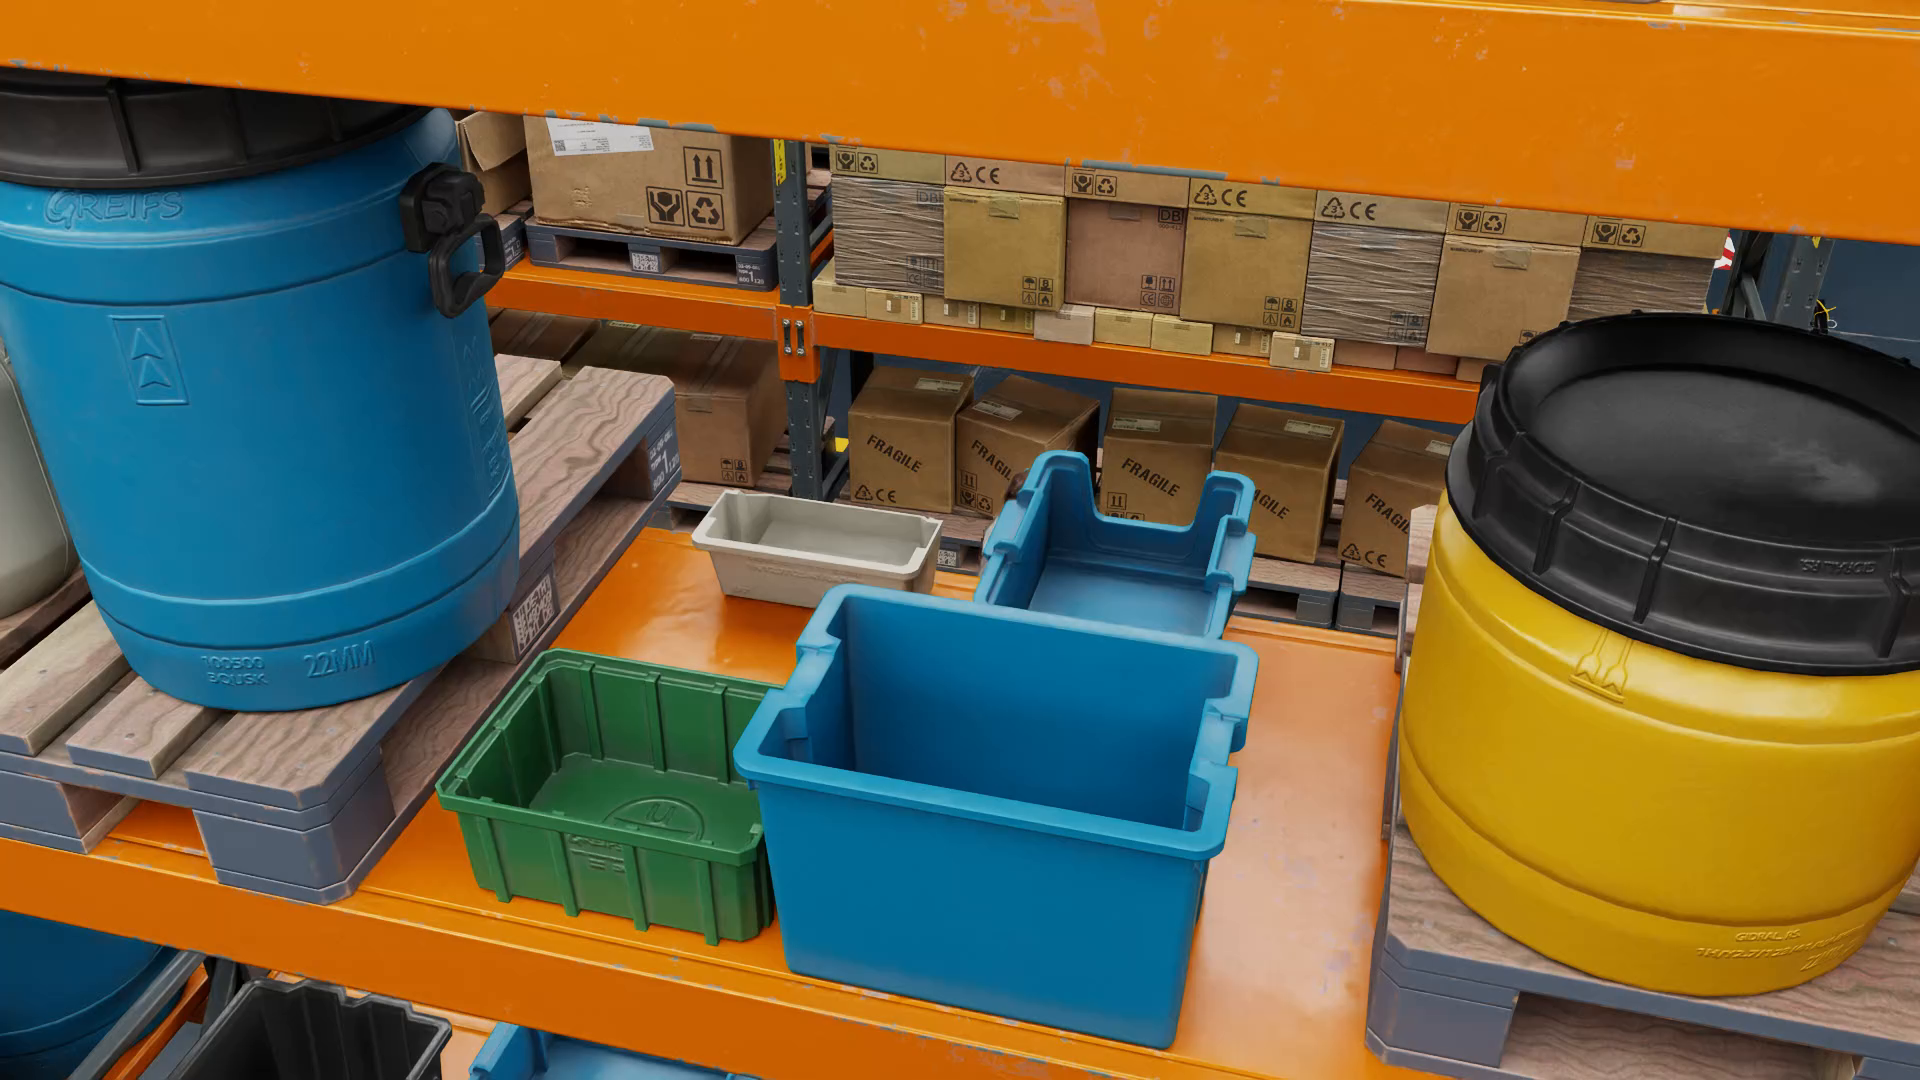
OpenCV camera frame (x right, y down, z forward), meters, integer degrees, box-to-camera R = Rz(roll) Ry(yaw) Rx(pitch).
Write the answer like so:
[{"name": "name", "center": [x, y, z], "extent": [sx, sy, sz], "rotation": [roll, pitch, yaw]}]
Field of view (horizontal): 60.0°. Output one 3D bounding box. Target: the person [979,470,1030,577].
[{"name": "person", "center": [0.284, 0.358, 6.166], "extent": [0.404, 1.597, 0.546], "rotation": [8, 34, 11]}]
